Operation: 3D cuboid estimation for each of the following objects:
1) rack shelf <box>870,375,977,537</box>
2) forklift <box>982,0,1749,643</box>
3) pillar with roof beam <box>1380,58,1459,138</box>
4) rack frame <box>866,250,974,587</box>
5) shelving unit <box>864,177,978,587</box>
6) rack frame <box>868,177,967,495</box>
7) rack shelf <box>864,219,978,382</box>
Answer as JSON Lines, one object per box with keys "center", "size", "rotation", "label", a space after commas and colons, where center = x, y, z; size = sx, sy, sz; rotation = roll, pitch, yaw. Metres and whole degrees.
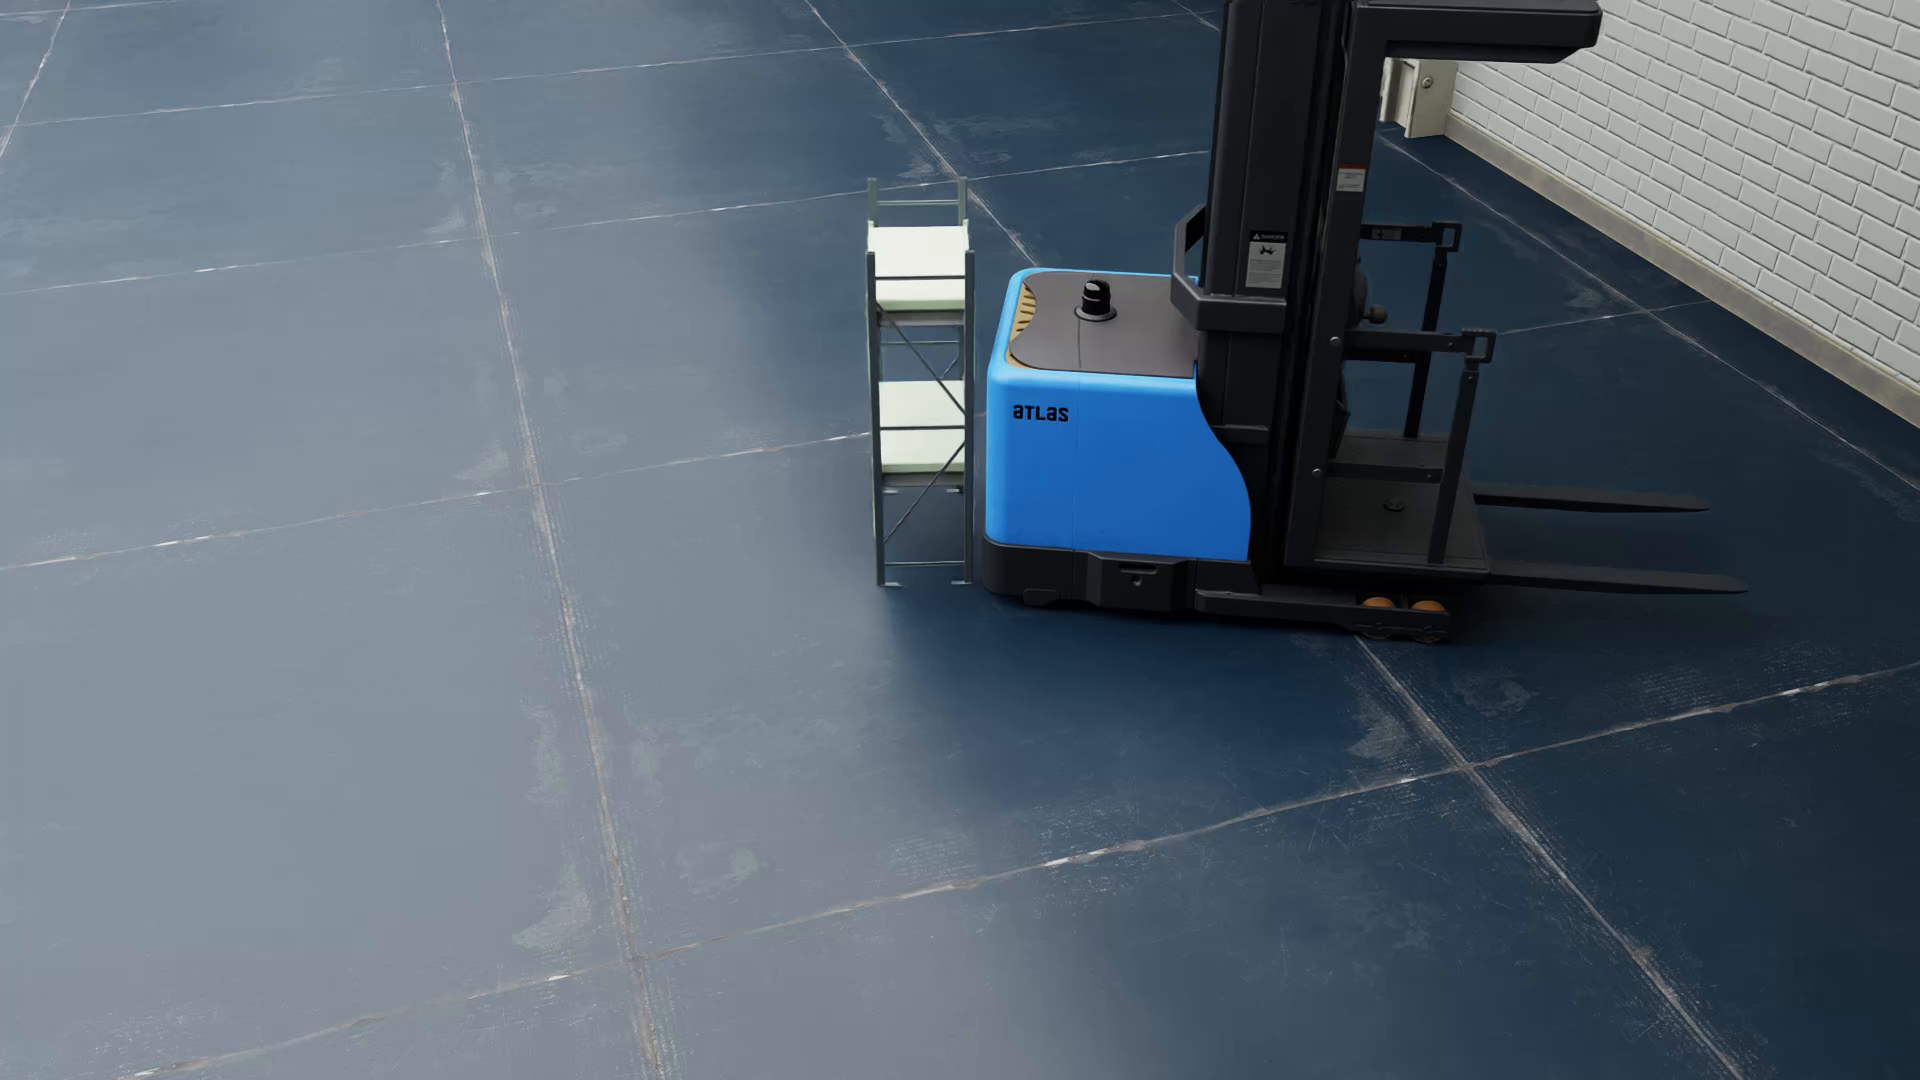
{"center": [-0.160, -0.368, 7.038], "size": [0.431, 0.370, 0.720], "rotation": [-1, 33, -2], "label": "rack shelf"}
{"center": [1.646, -1.127, 6.296], "size": [3.031, 2.935, 1.130], "rotation": [4, 34, 6], "label": "forklift"}
{"center": [-0.934, -5.921, 8.047], "size": [9.100, 9.000, 0.400], "rotation": [-10, 35, -15], "label": "pillar with roof beam"}
{"center": [-0.148, -0.439, 6.553], "size": [0.400, 1.500, 0.023], "rotation": [-1, 33, -2], "label": "rack frame"}
{"center": [-0.160, -0.640, 6.859], "size": [0.431, 1.500, 0.755], "rotation": [-1, 33, -2], "label": "shelving unit"}
{"center": [-0.172, -0.842, 7.164], "size": [0.400, 1.500, 0.023], "rotation": [-1, 33, -2], "label": "rack frame"}
{"center": [-0.160, -0.966, 6.643], "size": [0.431, 0.370, 0.720], "rotation": [-1, 33, -2], "label": "rack shelf"}
